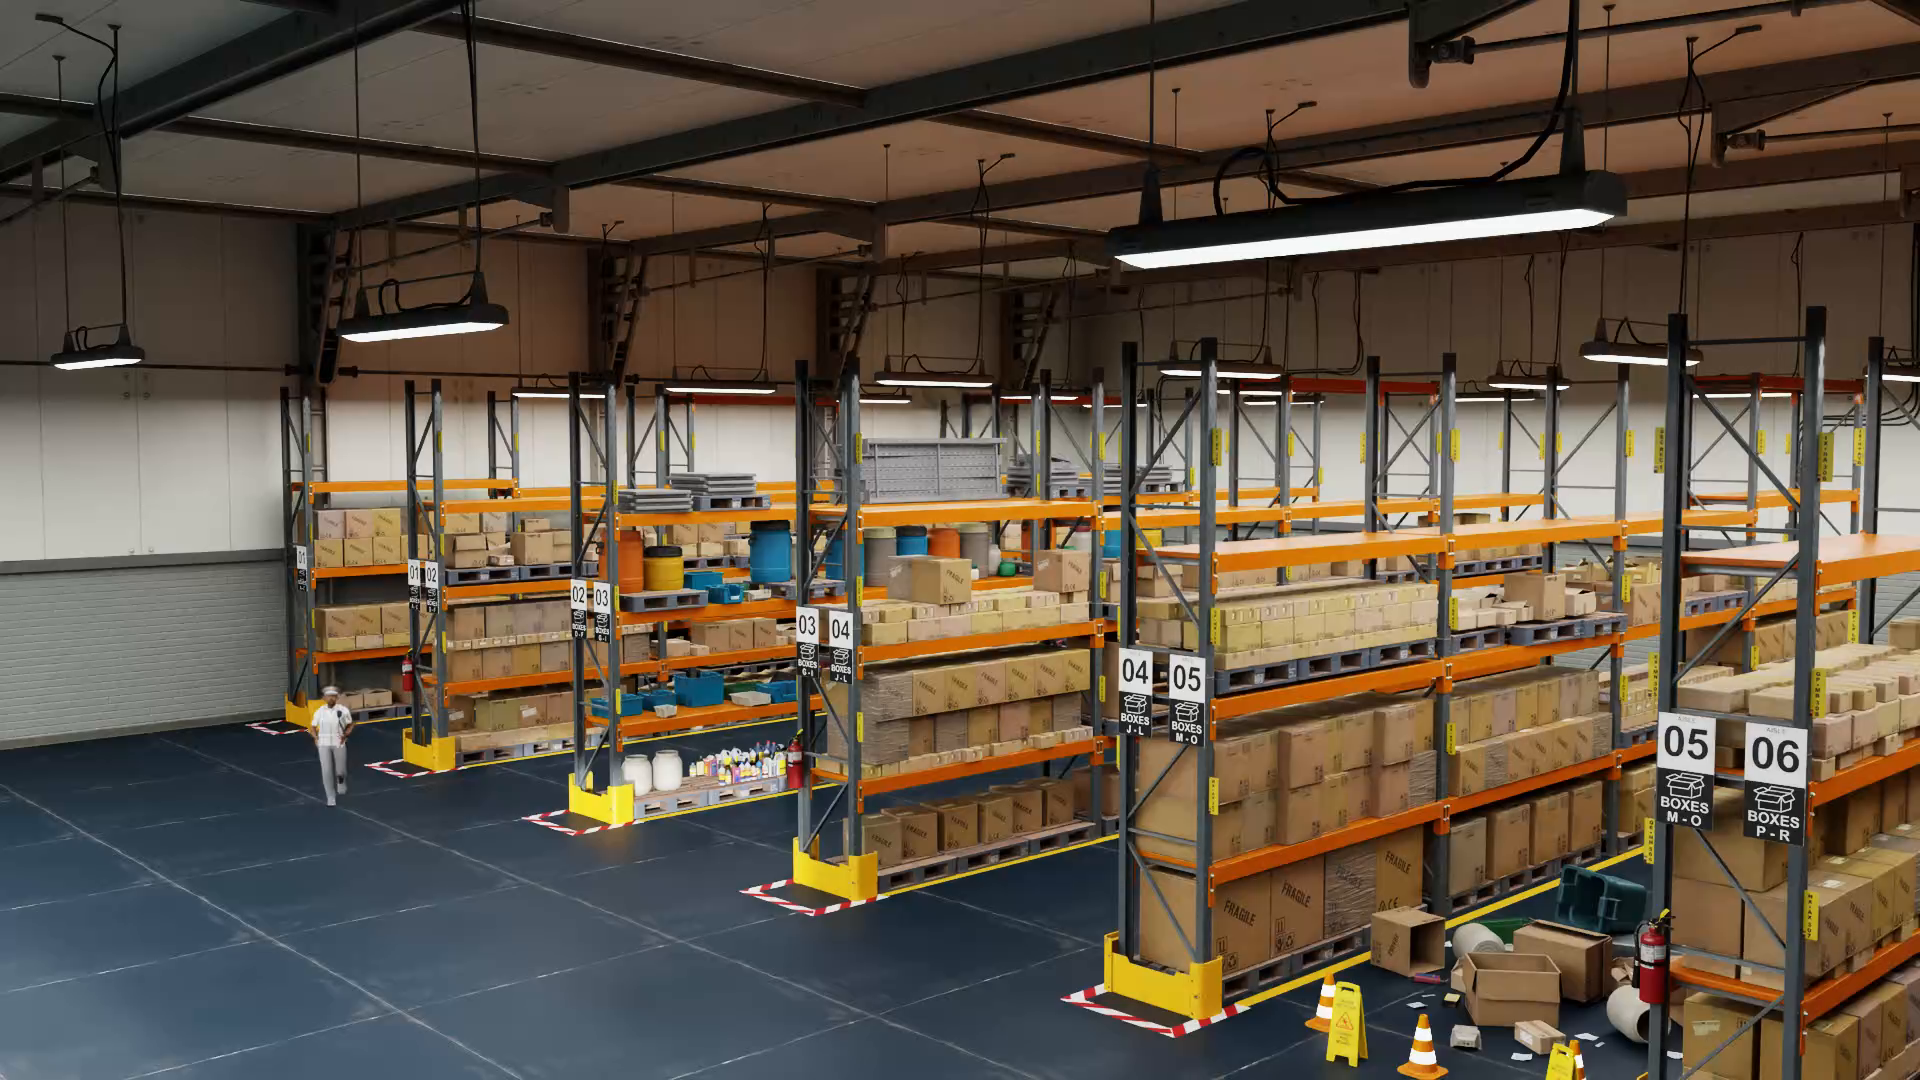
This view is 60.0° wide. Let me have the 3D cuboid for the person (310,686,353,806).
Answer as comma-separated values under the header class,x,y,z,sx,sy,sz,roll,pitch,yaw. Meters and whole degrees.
class,x,y,z,sx,sy,sz,roll,pitch,yaw
person,-8.777,2.852,23.230,0.576,1.651,0.592,-1,4,-17
